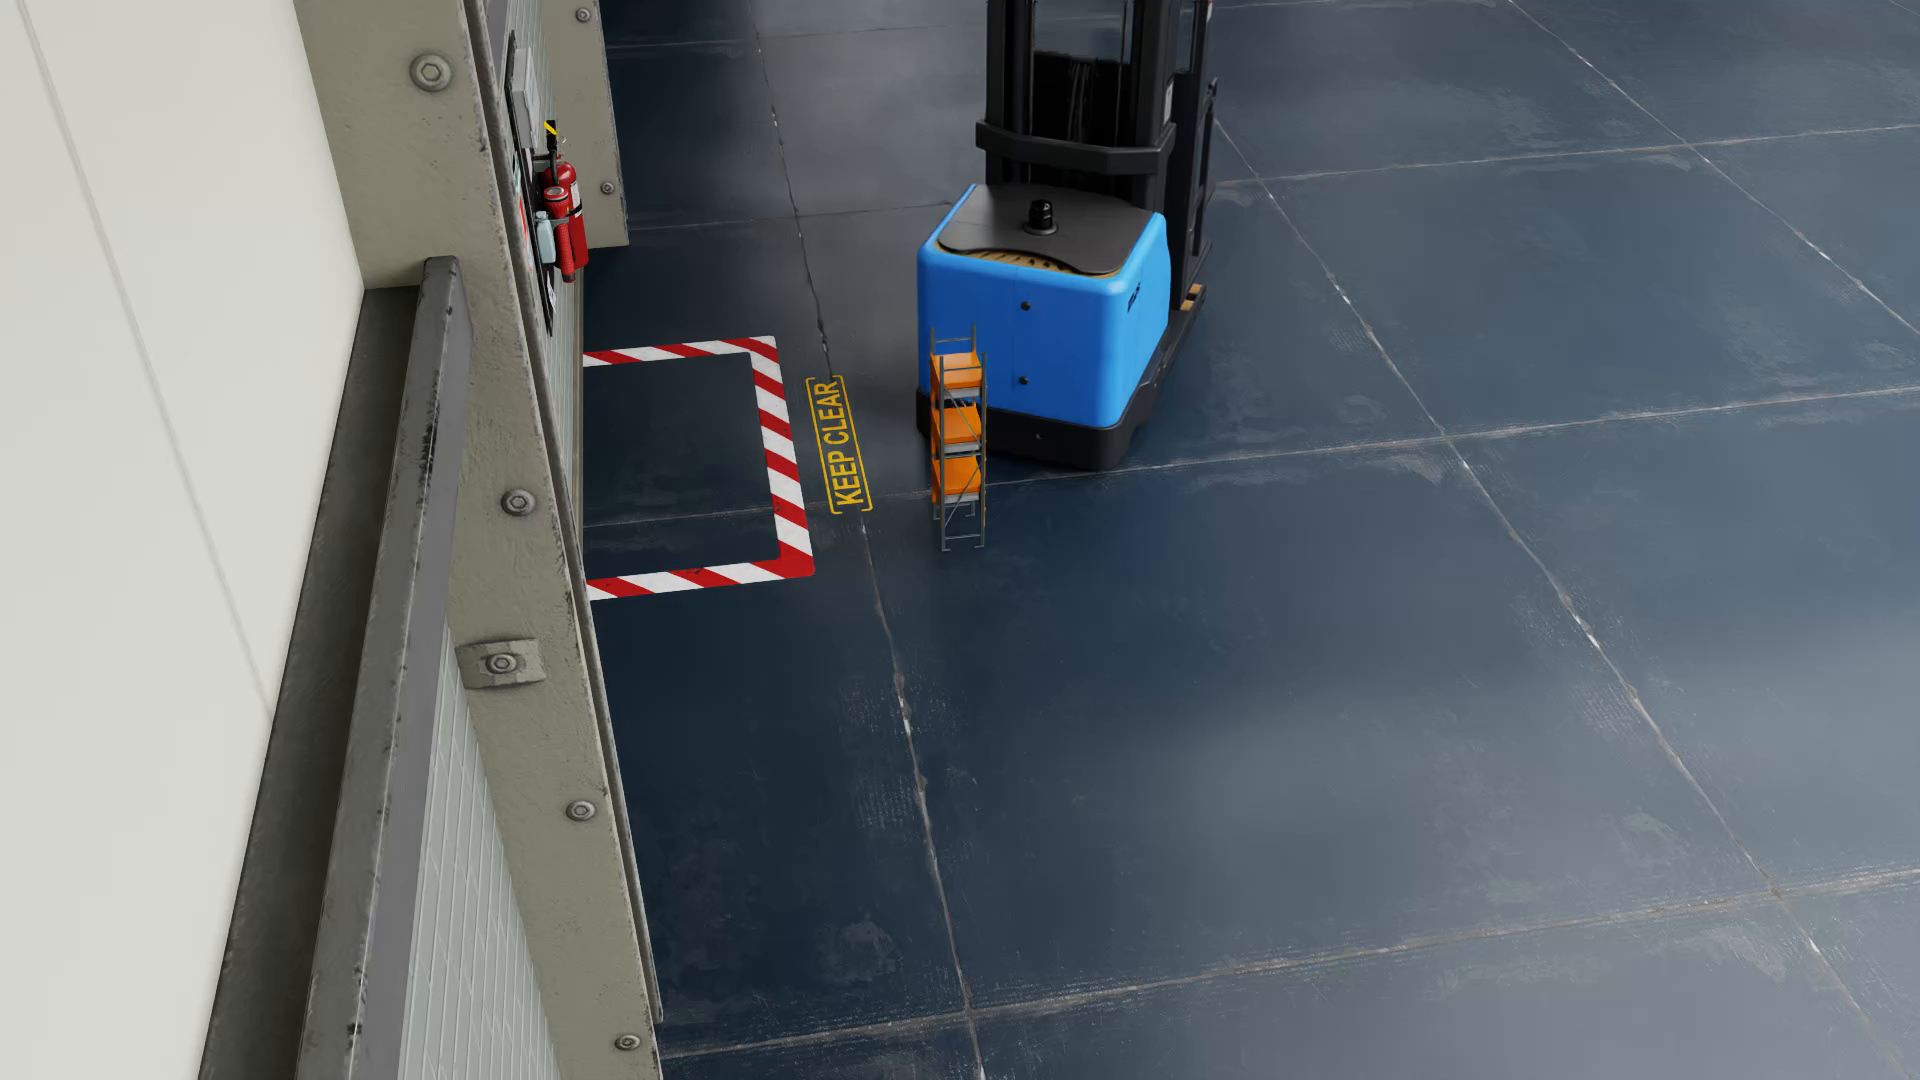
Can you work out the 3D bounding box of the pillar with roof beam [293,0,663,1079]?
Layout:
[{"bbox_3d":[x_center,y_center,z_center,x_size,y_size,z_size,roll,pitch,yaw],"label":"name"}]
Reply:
[{"bbox_3d":[3.103,-2.277,3.346,9.100,9.000,0.400,-6,38,-8],"label":"pillar with roof beam"}]

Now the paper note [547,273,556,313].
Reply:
[{"bbox_3d":[-1.829,-1.110,7.452,0.016,0.148,0.142,-6,38,-8],"label":"paper note"}]

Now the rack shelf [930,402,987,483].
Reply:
[{"bbox_3d":[-0.009,-0.439,7.476,0.215,0.259,0.240,-6,38,-8],"label":"rack shelf"}]

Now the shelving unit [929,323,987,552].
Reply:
[{"bbox_3d":[-0.009,-0.447,7.470,0.215,1.050,0.252,-6,38,-8],"label":"shelving unit"}]

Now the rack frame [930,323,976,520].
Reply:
[{"bbox_3d":[-0.031,-0.521,7.564,0.200,1.050,0.008,-6,38,-8],"label":"rack frame"}]

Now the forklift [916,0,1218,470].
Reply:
[{"bbox_3d":[0.754,-2.404,8.455,1.130,2.935,3.031,12,40,15],"label":"forklift"}]

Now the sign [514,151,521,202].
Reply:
[{"bbox_3d":[-1.788,-1.455,6.716,0.001,0.109,0.331,-6,38,-8],"label":"sign"}]

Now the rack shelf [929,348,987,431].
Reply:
[{"bbox_3d":[-0.009,-0.663,7.302,0.215,0.259,0.240,-6,38,-8],"label":"rack shelf"}]

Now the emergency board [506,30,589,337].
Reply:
[{"bbox_3d":[-1.792,-1.573,7.329,0.194,1.169,0.643,-6,38,-8],"label":"emergency board"}]

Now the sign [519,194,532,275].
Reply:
[{"bbox_3d":[-1.796,-1.242,6.874,0.001,0.329,0.234,-6,38,-8],"label":"sign"}]

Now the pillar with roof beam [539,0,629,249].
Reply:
[{"bbox_3d":[2.051,-5.901,8.011,9.100,9.000,0.400,-6,38,-8],"label":"pillar with roof beam"}]

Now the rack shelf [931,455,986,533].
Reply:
[{"bbox_3d":[-0.009,-0.219,7.647,0.215,0.259,0.240,-6,38,-8],"label":"rack shelf"}]

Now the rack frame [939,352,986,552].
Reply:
[{"bbox_3d":[0.012,-0.373,7.375,0.200,1.050,0.008,-6,38,-8],"label":"rack frame"}]
